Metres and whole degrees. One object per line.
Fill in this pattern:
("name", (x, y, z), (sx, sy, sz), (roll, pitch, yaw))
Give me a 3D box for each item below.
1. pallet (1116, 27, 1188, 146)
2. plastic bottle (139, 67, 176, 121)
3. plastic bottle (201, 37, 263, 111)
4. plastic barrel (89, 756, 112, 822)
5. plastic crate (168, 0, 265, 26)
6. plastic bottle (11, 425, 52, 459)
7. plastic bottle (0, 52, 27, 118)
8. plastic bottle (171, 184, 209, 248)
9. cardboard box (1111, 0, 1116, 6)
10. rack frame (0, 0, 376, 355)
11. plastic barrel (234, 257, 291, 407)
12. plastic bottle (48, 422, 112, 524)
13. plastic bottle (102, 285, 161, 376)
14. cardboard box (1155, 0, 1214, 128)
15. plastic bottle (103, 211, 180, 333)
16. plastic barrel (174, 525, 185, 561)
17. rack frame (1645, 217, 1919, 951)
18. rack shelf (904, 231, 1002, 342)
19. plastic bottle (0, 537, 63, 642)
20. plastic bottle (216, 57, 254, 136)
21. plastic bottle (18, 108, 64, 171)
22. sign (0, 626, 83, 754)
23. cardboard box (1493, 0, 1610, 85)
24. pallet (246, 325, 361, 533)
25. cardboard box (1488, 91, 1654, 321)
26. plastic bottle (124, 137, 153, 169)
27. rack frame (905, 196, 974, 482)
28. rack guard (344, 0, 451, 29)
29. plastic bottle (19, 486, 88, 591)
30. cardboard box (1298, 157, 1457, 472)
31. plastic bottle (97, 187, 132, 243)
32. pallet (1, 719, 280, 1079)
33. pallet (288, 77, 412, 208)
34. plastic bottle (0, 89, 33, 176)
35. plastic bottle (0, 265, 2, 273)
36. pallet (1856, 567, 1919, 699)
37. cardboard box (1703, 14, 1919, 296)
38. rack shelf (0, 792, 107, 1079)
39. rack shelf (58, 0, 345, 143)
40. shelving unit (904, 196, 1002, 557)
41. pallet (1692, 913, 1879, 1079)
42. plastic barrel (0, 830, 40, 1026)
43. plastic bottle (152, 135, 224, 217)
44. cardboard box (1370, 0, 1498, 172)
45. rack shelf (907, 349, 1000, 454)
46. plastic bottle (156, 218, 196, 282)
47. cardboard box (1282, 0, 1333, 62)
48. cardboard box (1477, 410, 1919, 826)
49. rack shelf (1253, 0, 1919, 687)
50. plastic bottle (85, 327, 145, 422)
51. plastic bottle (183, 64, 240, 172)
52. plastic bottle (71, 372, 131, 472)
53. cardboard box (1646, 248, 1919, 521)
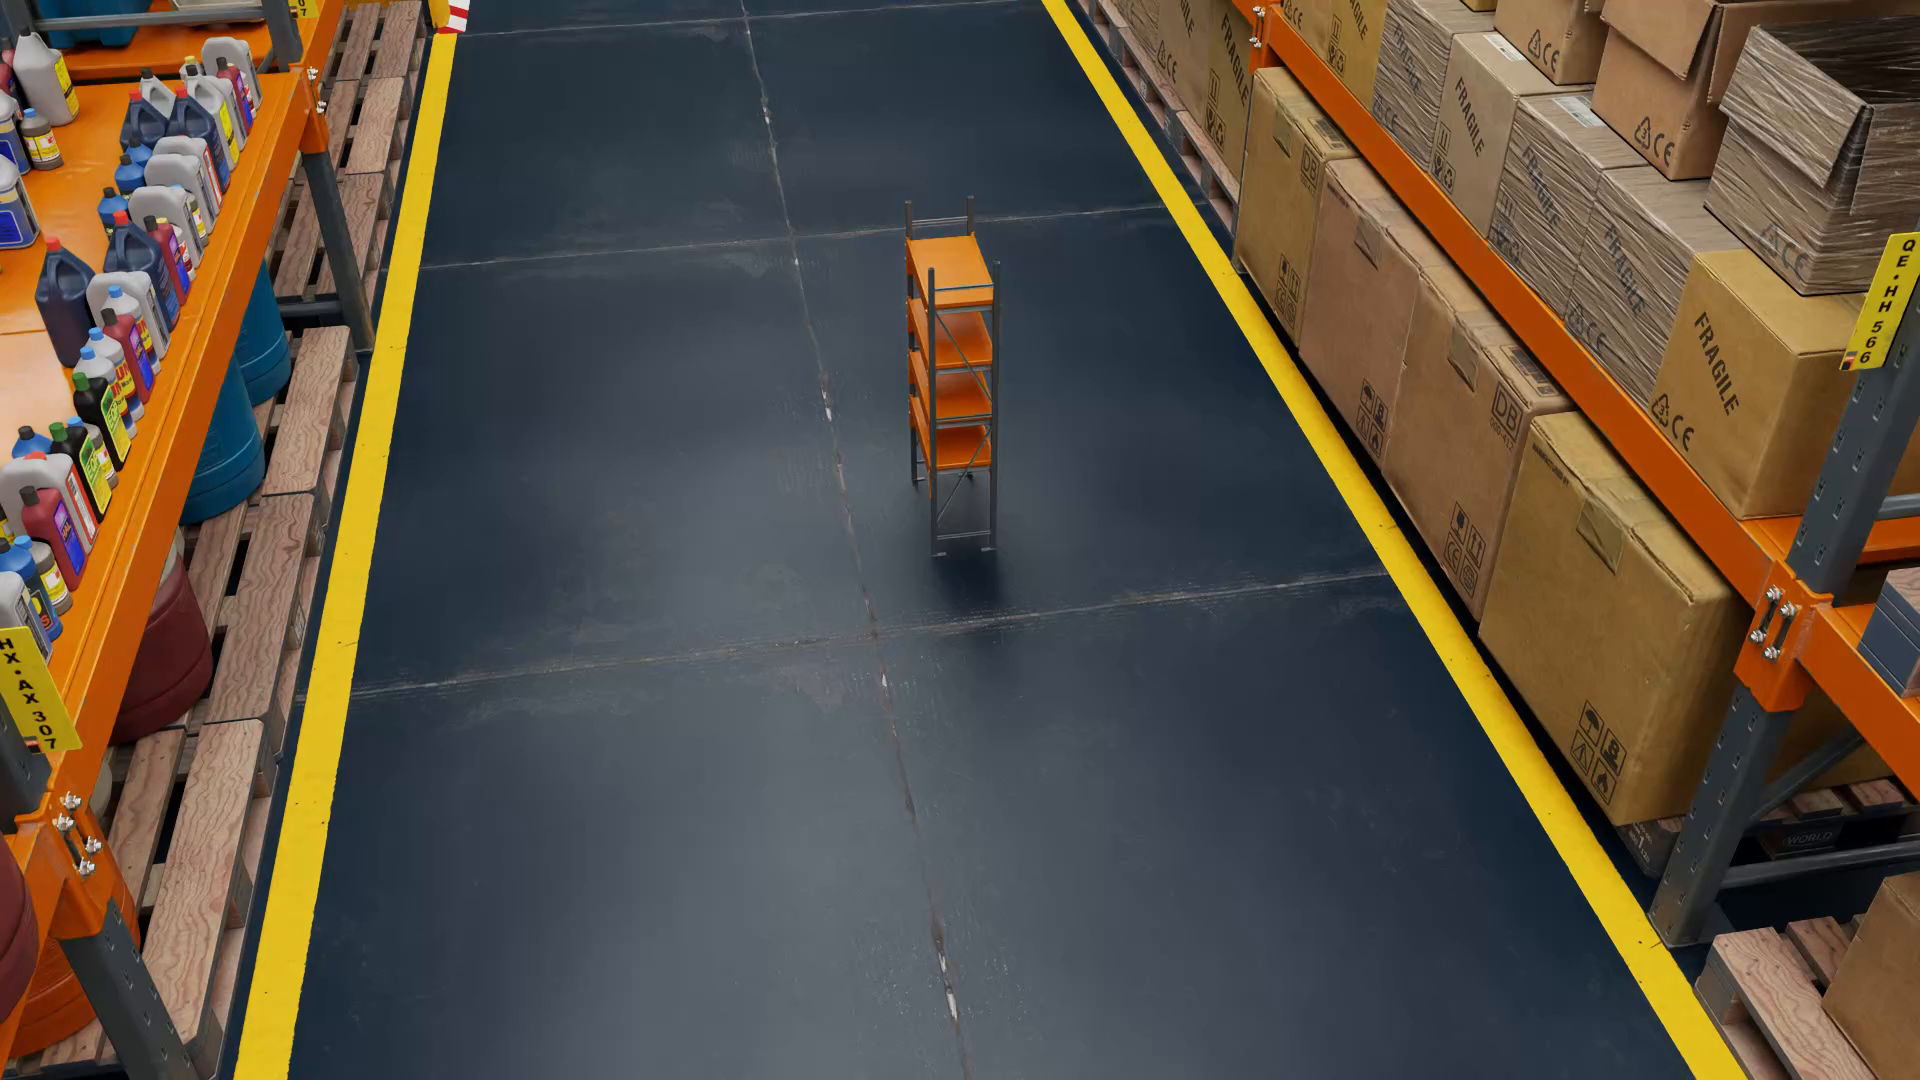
("pallet", (1.523, -2.625, 9.457), (1.003, 0.211, 1.213), (-6, 38, -8))
("plastic bottle", (-2.739, -1.433, 5.689), (0.144, 0.351, 0.185), (-6, 38, -8))
("plastic bottle", (-2.693, -1.735, 6.140), (0.152, 0.276, 0.135), (-6, 38, -8))
("plastic barrel", (-2.668, 0.620, 4.693), (0.421, 0.512, 0.421), (0, 38, 0))
("plastic crate", (-3.021, -2.204, 6.808), (0.396, 0.136, 0.243), (-6, 38, -8))
("plastic bottle", (-2.271, -0.163, 4.120), (0.097, 0.271, 0.097), (0, 38, 0))
("plastic bottle", (-3.412, -1.594, 5.951), (0.061, 0.283, 0.133), (-6, 38, -8))
("plastic bottle", (-2.469, -1.032, 5.296), (0.097, 0.201, 0.097), (0, 38, 0))
("cardboard box", (1.286, -3.885, 10.196), (0.875, 0.875, 0.875), (-6, 38, -8))
("rack frame", (-3.080, -1.988, 6.363), (1.000, 3.000, 0.127), (-6, 38, -8))
("plastic barrel", (-3.001, -0.994, 6.453), (0.600, 0.901, 0.708), (-6, 38, -8))
("plastic bottle", (-2.196, -0.187, 4.141), (0.061, 0.283, 0.133), (-6, 38, -8))
("plastic bottle", (-2.332, -0.588, 4.666), (0.097, 0.271, 0.097), (0, 38, 0))
("cardboard box", (1.602, -2.798, 8.796), (0.875, 0.875, 0.875), (-6, 38, -8))
("plastic bottle", (-2.403, -0.783, 4.853), (0.144, 0.351, 0.185), (-6, 38, -8))
("plastic barrel", (-2.866, -0.062, 5.571), (0.421, 0.512, 0.421), (0, 38, 0))
("rack frame", (2.498, -0.104, 3.939), (1.000, 3.000, 0.127), (-6, 38, -8))
("rack shelf", (-0.029, -0.884, 5.770), (0.258, 0.148, 0.480), (-6, 38, -8))
("plastic bottle", (-2.130, 0.110, 3.768), (0.097, 0.271, 0.097), (0, 38, 0))
("plastic bottle", (-2.607, -1.603, 5.964), (0.061, 0.283, 0.133), (-6, 38, -8))
("plastic bottle", (-3.190, -1.392, 5.759), (0.097, 0.201, 0.097), (0, 38, 0))
("sign", (-1.838, 0.300, 3.285), (0.100, 0.325, 0.005), (-6, 38, -8))
("cardboard box", (2.150, -1.782, 5.199), (0.797, 0.503, 0.637), (-5, 38, -6))
("pallet", (-2.986, -0.416, 6.613), (1.003, 0.211, 1.213), (-6, 38, -8))
("cardboard box", (1.991, -1.030, 5.050), (0.500, 0.500, 0.500), (-7, 38, -9))
("plastic bottle", (-2.660, -1.184, 5.433), (0.097, 0.271, 0.097), (0, 38, 0))
("rack frame", (-0.072, -0.721, 6.200), (0.240, 1.200, 0.015), (-6, 38, -8))
("rack guard", (-3.798, -3.430, 10.257), (1.175, 0.500, 0.348), (-6, 38, -8))
("plastic bottle", (-2.149, -0.025, 3.932), (0.061, 0.283, 0.133), (-6, 38, -8))
("cardboard box", (2.086, -0.923, 6.383), (1.225, 0.875, 0.875), (-7, 38, -10))
("plastic bottle", (-2.595, -0.962, 5.149), (0.097, 0.271, 0.097), (0, 38, 0))
("pallet", (-2.558, 1.058, 4.716), (1.003, 0.211, 1.213), (-6, 38, -8))
("pallet", (-3.464, -2.065, 8.736), (1.003, 0.211, 1.213), (-6, 38, -8))
("plastic bottle", (-3.310, -1.397, 5.704), (0.152, 0.276, 0.135), (-6, 38, -8))
("plastic bottle", (-3.051, -0.914, 5.143), (0.097, 0.201, 0.097), (0, 38, 0))
("pallet", (2.727, 0.390, 3.459), (1.213, 0.211, 1.003), (-6, 38, -8))
("cardboard box", (2.385, -0.983, 4.172), (0.797, 0.503, 0.637), (-5, 38, -6))
("rack shelf", (-2.028, 1.920, 1.919), (1.077, 0.370, 4.000), (-6, 38, -8))
("rack shelf", (-3.431, -2.912, 8.139), (1.077, 0.370, 4.000), (-6, 38, -8))
("shelving unit", (-0.029, -0.574, 6.011), (0.258, 1.200, 0.503), (-6, 38, -8))
("pallet", (2.633, 1.469, 4.187), (1.003, 0.211, 1.213), (-6, 38, -8))
("plastic barrel", (-1.999, 0.622, 2.893), (0.600, 0.536, 0.708), (-6, 38, -8))
("plastic bottle", (-2.540, -1.210, 5.464), (0.152, 0.276, 0.135), (-6, 38, -8))
("cardboard box", (1.807, -1.649, 5.846), (0.500, 0.500, 0.500), (-7, 38, -9))
("rack shelf", (-0.029, -0.521, 6.052), (0.258, 0.148, 0.480), (-6, 38, -8))
("plastic bottle", (-2.429, -0.892, 5.115), (0.097, 0.201, 0.097), (0, 38, 0))
("cardboard box", (1.631, -2.255, 6.626), (0.500, 0.500, 0.500), (-6, 38, -8))
("cardboard box", (2.397, 0.150, 5.002), (1.225, 0.875, 0.875), (-8, 39, -10))
("rack shelf", (2.147, -1.028, 5.715), (1.077, 0.370, 4.000), (-6, 38, -8))
("plastic bottle", (-2.292, -0.448, 4.487), (0.097, 0.271, 0.097), (0, 38, 0))
("plastic bottle", (-2.597, -1.448, 5.709), (0.144, 0.351, 0.185), (-6, 38, -8))
("plastic bottle", (-2.236, -0.326, 4.320), (0.061, 0.283, 0.133), (-6, 38, -8))
("cardboard box", (2.167, -0.415, 4.258), (0.500, 0.500, 0.500), (-5, 38, -7))
